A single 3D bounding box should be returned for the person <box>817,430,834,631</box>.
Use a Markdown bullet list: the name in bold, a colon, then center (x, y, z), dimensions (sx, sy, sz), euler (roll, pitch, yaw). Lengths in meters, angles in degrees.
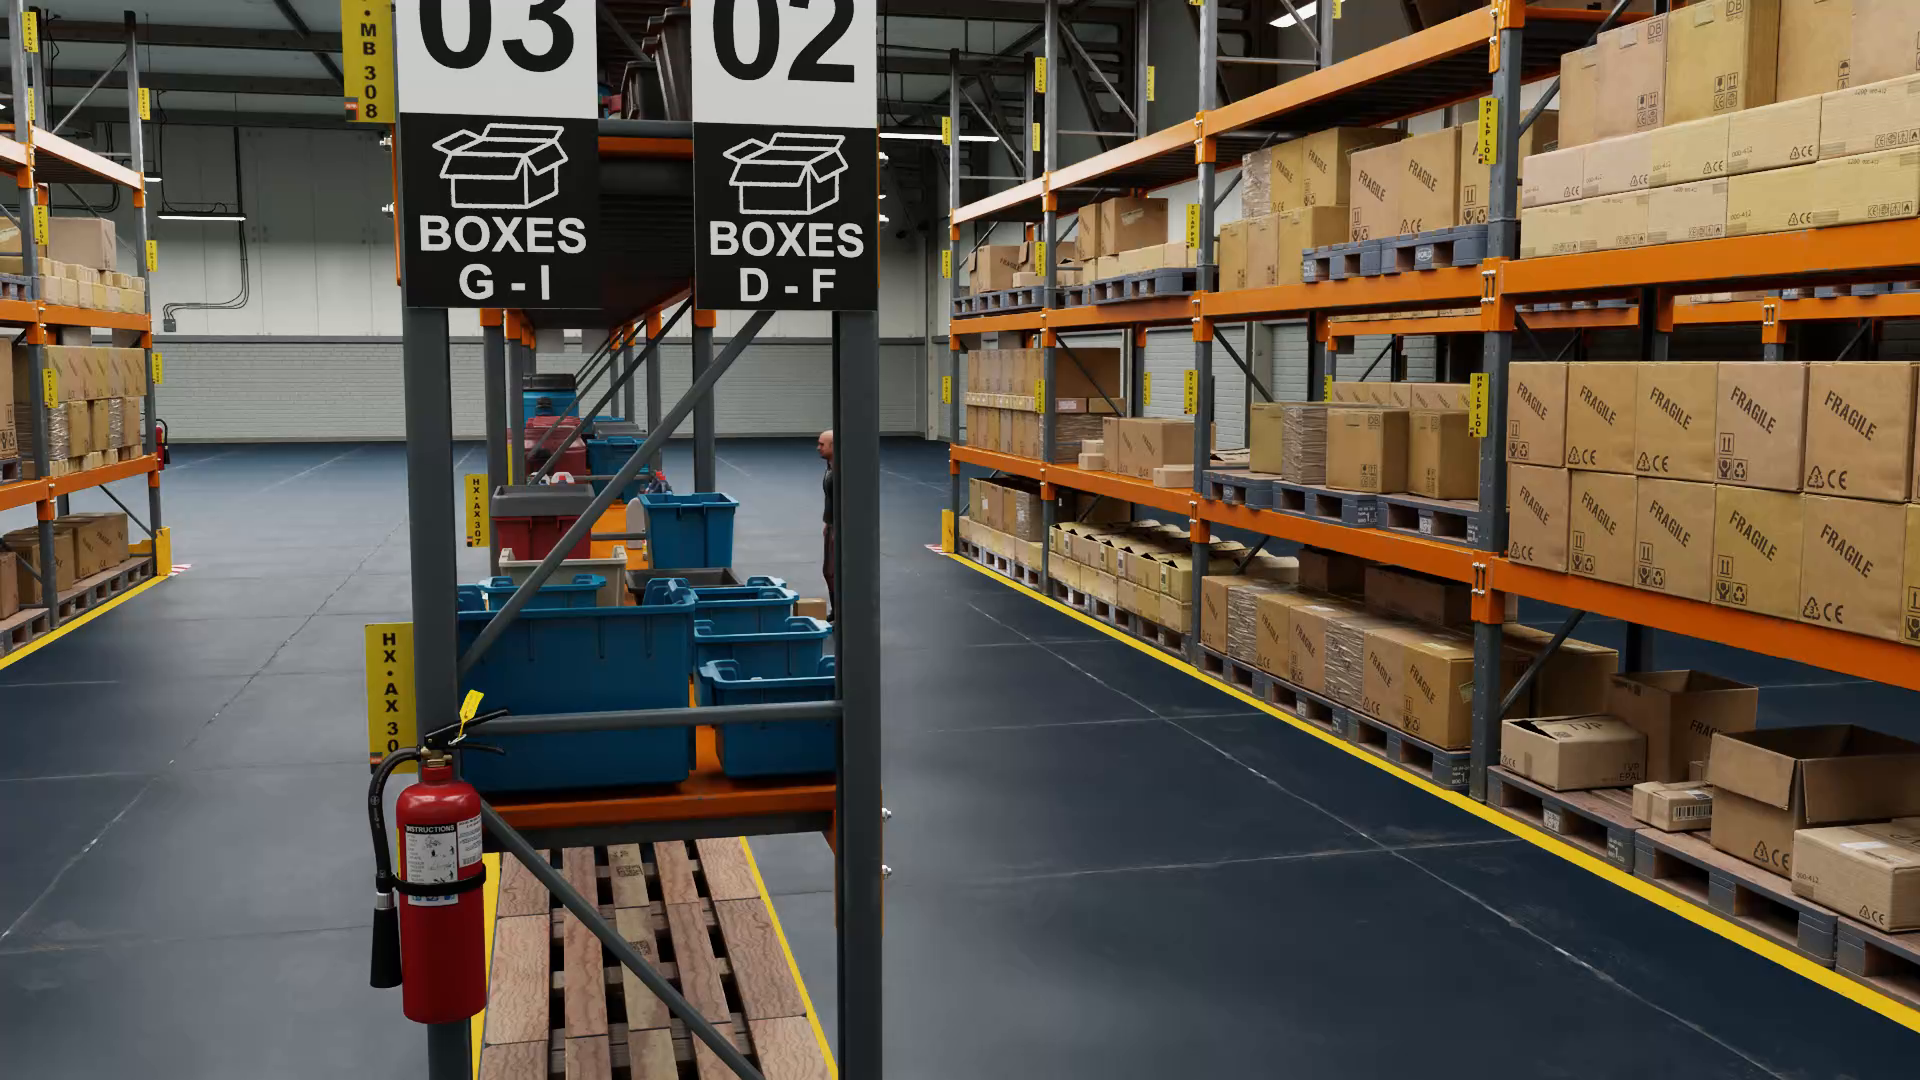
- **person**: center (-1.034, -0.092, 14.420), dimensions (0.413, 1.721, 0.581), euler (-2, 6, -14)
